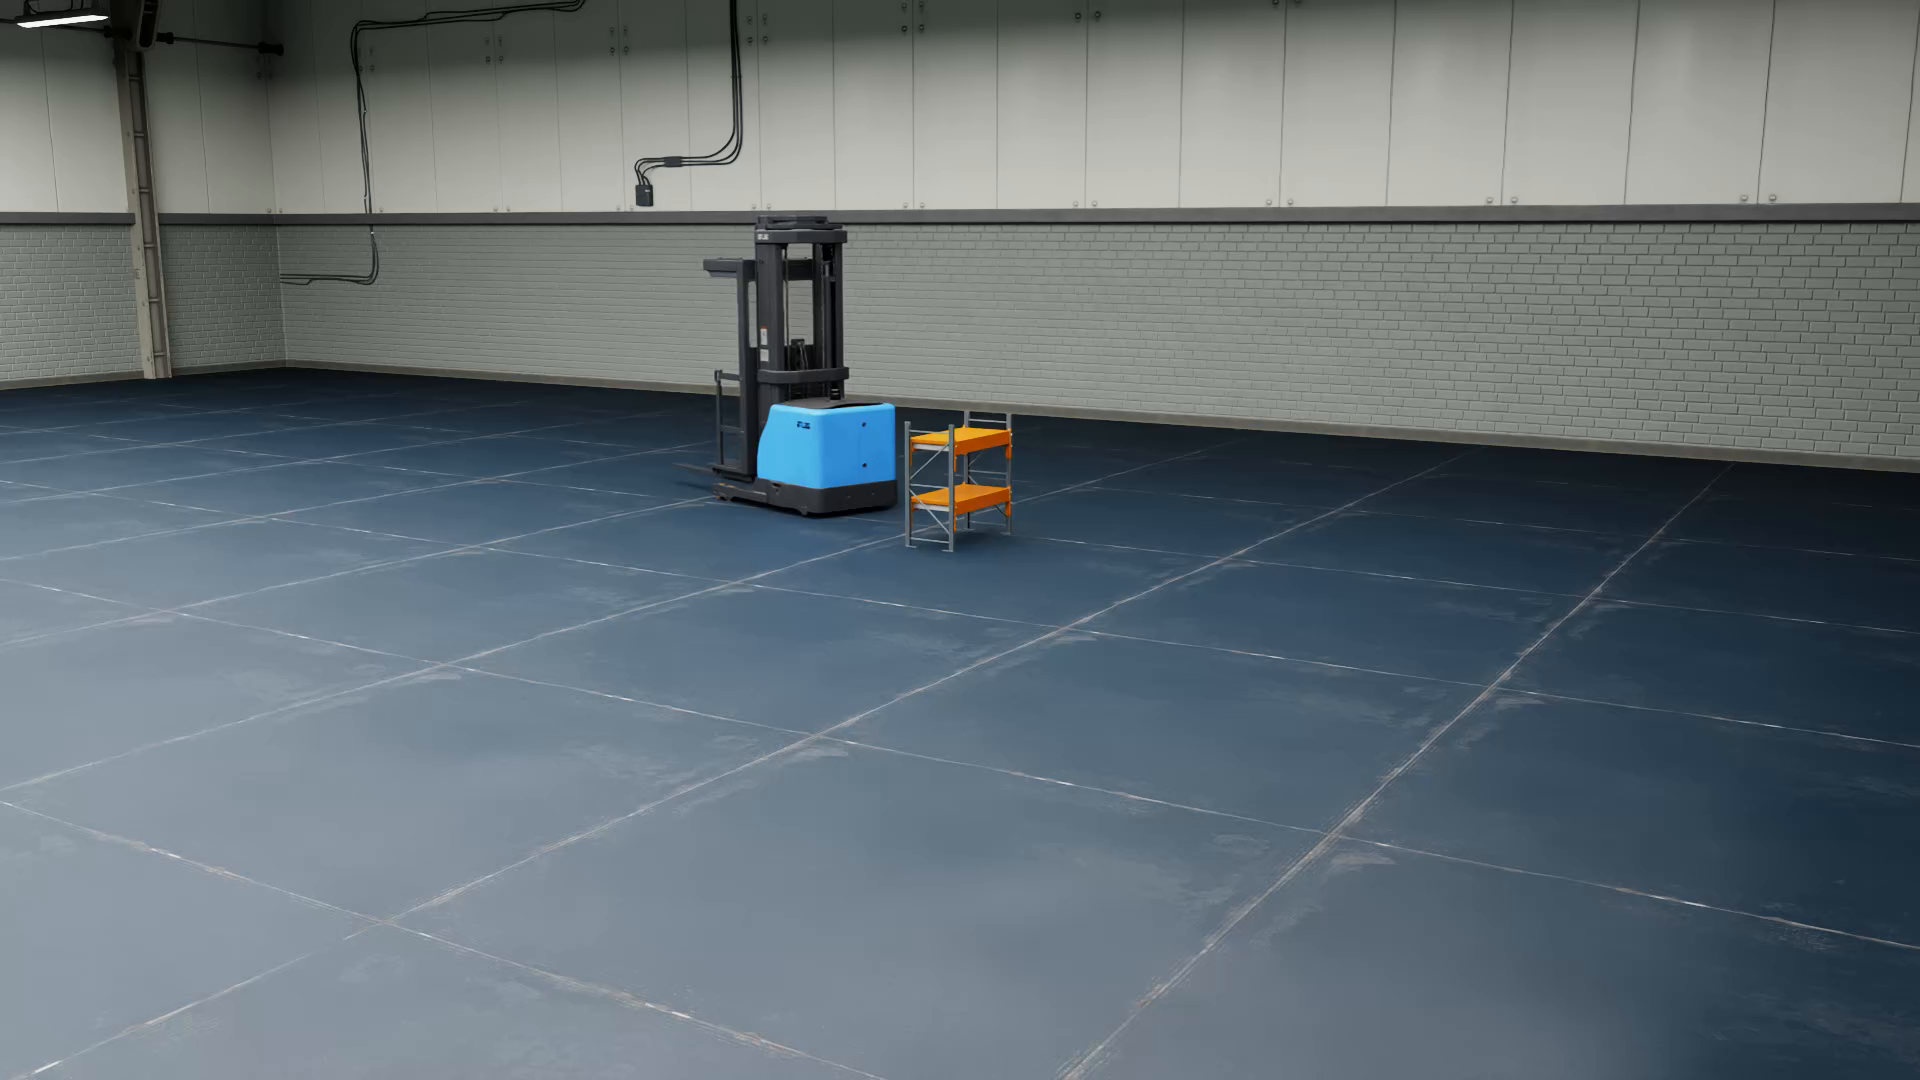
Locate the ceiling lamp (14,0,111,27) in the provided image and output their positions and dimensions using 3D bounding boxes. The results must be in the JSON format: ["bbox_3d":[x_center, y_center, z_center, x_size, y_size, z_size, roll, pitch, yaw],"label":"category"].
[{"bbox_3d":[-13.316,-9.340,24.822,2.000,3.185,0.800,6,12,31],"label":"ceiling lamp"}]

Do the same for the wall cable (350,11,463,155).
[{"bbox_3d":[-10.397,-8.567,31.269,3.097,2.526,0.112,6,12,31],"label":"wall cable"}]

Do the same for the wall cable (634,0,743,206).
[{"bbox_3d":[-4.604,-8.631,27.658,2.305,6.003,0.169,6,12,31],"label":"wall cable"}]

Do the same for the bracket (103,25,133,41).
[{"bbox_3d":[-15.281,-9.202,30.168,0.235,0.232,0.430,6,12,31],"label":"bracket"}]

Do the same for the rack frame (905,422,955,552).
[{"bbox_3d":[-0.267,-0.472,14.714,0.500,1.125,0.032,6,12,31],"label":"rack frame"}]

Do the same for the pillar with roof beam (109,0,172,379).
[{"bbox_3d":[-11.690,-7.121,28.832,9.100,9.000,0.548,6,12,31],"label":"pillar with roof beam"}]

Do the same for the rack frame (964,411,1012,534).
[{"bbox_3d":[0.260,-0.632,15.568,0.500,1.125,0.032,6,12,31],"label":"rack frame"}]

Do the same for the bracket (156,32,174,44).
[{"bbox_3d":[-14.850,-9.333,30.865,0.235,0.232,0.430,6,12,31],"label":"bracket"}]

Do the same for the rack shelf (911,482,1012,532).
[{"bbox_3d":[-0.003,-0.312,15.186,0.538,0.278,1.000,6,12,31],"label":"rack shelf"}]

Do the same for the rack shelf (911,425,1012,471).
[{"bbox_3d":[-0.003,-0.840,15.087,0.538,0.278,1.000,6,12,31],"label":"rack shelf"}]

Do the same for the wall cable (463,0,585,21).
[{"bbox_3d":[-7.752,-10.507,29.271,3.097,2.526,0.112,6,12,31],"label":"wall cable"}]

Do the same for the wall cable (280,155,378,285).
[{"bbox_3d":[-12.709,-6.343,33.114,3.097,2.526,0.112,6,12,31],"label":"wall cable"}]

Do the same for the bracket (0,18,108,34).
[{"bbox_3d":[-16.619,-8.797,28.003,0.076,0.066,4.783,6,12,31],"label":"bracket"}]

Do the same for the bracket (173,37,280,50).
[{"bbox_3d":[-13.926,-9.613,32.360,0.076,0.066,3.189,6,12,31],"label":"bracket"}]

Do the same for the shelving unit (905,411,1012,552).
[{"bbox_3d":[-0.003,-0.552,15.141,0.538,1.125,1.048,6,12,31],"label":"shelving unit"}]

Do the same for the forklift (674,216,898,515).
[{"bbox_3d":[-1.970,-1.900,17.434,1.130,2.935,3.031,-9,14,-40],"label":"forklift"}]

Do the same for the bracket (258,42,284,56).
[{"bbox_3d":[-13.620,-9.705,32.856,0.235,0.232,0.430,6,12,31],"label":"bracket"}]
